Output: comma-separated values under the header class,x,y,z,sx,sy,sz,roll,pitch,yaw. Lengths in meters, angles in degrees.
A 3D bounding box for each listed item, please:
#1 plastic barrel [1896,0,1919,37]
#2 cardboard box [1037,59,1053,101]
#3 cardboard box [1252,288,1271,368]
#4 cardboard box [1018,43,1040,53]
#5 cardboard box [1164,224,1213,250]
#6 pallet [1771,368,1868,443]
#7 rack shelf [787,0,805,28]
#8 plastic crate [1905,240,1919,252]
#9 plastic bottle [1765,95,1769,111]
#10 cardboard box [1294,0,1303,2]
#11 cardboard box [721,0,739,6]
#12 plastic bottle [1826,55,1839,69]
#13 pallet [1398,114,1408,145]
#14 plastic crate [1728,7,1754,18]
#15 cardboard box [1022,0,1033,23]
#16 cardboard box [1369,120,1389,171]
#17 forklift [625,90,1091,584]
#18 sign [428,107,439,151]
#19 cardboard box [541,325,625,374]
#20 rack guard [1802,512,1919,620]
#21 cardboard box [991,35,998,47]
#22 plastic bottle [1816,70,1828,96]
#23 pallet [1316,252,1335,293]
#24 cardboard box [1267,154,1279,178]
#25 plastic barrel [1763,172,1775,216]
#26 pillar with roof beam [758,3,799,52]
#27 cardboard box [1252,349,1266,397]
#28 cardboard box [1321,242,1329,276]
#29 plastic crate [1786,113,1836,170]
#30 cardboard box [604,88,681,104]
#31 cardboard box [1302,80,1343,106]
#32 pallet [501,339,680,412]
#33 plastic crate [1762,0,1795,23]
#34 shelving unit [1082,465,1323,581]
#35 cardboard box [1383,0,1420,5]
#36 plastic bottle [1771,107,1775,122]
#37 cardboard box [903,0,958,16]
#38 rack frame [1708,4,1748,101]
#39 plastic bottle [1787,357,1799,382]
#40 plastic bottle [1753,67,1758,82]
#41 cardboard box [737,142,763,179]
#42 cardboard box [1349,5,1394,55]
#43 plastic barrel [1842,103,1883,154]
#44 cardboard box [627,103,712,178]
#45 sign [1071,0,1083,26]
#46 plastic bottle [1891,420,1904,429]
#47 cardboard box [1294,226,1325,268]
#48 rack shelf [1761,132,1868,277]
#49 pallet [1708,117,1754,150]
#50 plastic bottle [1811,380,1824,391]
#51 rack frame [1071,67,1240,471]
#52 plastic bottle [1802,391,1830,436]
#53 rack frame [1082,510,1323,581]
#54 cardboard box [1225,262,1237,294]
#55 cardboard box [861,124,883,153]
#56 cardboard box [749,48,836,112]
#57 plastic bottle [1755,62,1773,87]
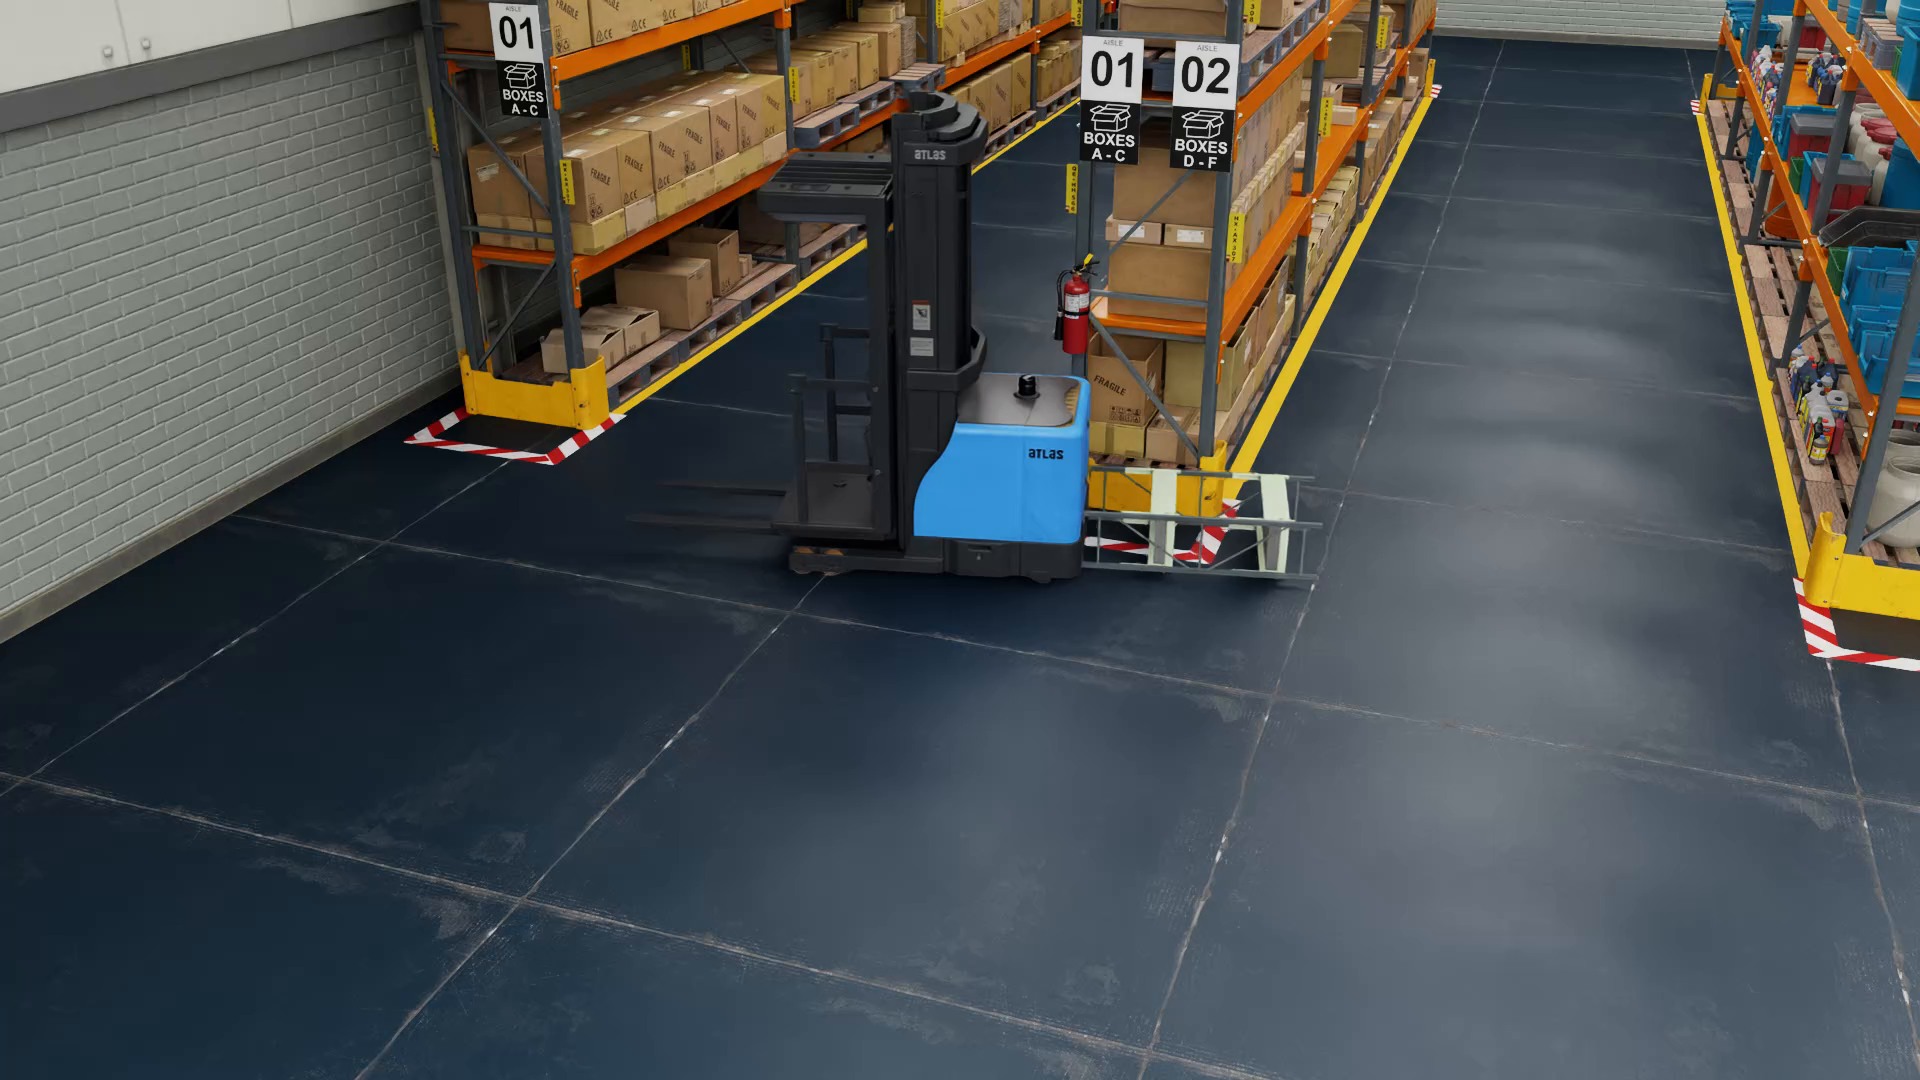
class,x,y,z,sx,sy,sz,roll,pitch,yaw
plastic barrel,6.829,-3.907,11.378,0.600,0.901,0.708,9,27,17
cardboard box,0.927,-6.617,23.860,0.700,0.500,0.500,9,27,18
cardboard box,2.150,-1.705,13.142,0.500,0.500,0.500,9,27,17
cardboard box,0.952,-7.203,24.327,0.380,0.149,0.250,8,27,16
cardboard box,1.594,-2.079,11.243,0.380,0.149,0.250,9,27,17
pallet,6.998,-1.011,13.096,1.003,0.211,1.213,9,27,17
rack shelf,-1.416,-5.821,17.213,1.077,0.370,4.000,9,27,17
plastic crate,7.149,-1.975,12.057,0.499,0.251,0.616,9,27,17
plastic bottle,8.619,-4.658,17.656,0.097,0.201,0.097,0,26,0
cardboard box,2.448,-4.209,12.706,0.380,0.149,0.250,9,27,17
cardboard box,-2.196,-4.927,14.405,0.500,0.500,0.500,6,27,13
plastic bottle,9.865,-5.300,18.811,0.144,0.351,0.185,9,27,17
pallet,5.483,-5.570,22.513,1.003,0.211,1.213,9,27,17
plastic crate,10.643,-7.095,22.584,0.416,0.233,0.300,9,27,17
cardboard box,0.665,-7.222,22.244,0.500,0.500,0.500,8,27,17
cardboard box,4.853,-4.755,19.992,0.500,0.500,0.500,8,27,16
forklift,-0.678,-1.313,10.598,3.031,2.935,1.130,3,26,7
sign,-3.929,-3.081,12.480,0.100,0.325,0.005,9,27,17
cardboard box,-3.097,-1.588,13.668,0.500,0.311,0.500,6,26,12
rack guard,5.911,0.195,10.274,1.175,0.500,0.348,9,27,17
cardboard box,0.271,-6.460,21.416,0.380,0.149,0.250,8,27,16
plastic bottle,9.562,-5.059,18.405,0.097,0.271,0.097,0,26,0
pallet,3.204,-2.812,16.816,1.003,0.211,1.213,9,27,17
cardboard box,2.279,-2.928,12.997,0.380,0.149,0.250,10,27,19
plastic barrel,8.843,-3.697,17.817,0.421,0.512,0.421,0,26,0
pillar with roof beam,2.061,-7.283,15.967,9.100,9.000,0.400,9,27,17
cardboard box,2.149,-1.368,13.306,0.500,0.250,0.500,9,27,17
cardboard box,3.300,-2.760,16.182,0.500,0.250,0.500,8,27,16
plastic crate,7.766,-3.589,15.147,0.402,0.464,0.583,9,27,17
cardboard box,-2.781,-3.673,14.682,0.500,0.500,0.500,10,27,19
cardboard box,3.760,-4.716,17.651,0.500,0.311,0.500,11,28,21
pallet,-3.083,-1.434,13.969,1.003,0.211,1.213,9,27,17
plastic crate,11.319,-7.345,22.870,0.616,0.435,0.499,9,27,17
shelving unit,1.579,-0.123,10.941,1.500,0.431,0.755,3,26,7
cardboard box,5.676,-7.191,21.398,0.500,0.500,0.500,9,27,19
plastic bottle,8.325,-4.355,16.937,0.061,0.283,0.133,9,27,17
cardboard box,-0.346,-6.303,19.486,0.500,0.250,0.500,9,27,19
rack frame,11.254,-7.467,23.231,1.000,3.000,0.127,9,27,17
plastic bottle,6.708,-1.365,13.334,0.097,0.201,0.097,0,26,0
plastic bottle,9.192,-5.365,19.117,0.097,0.201,0.097,0,26,0
cardboard box,-2.127,-3.472,15.128,0.500,0.250,0.500,9,27,18
cardboard box,4.724,-6.042,19.691,0.700,0.500,0.500,2,26,4
plastic barrel,8.451,-3.776,15.479,0.421,0.512,0.421,0,26,0
cardboard box,-2.458,-3.387,14.093,0.500,0.500,0.500,10,27,19
sign,0.753,-3.409,10.482,0.100,0.325,0.005,9,27,17
plastic bottle,6.989,-0.942,12.366,0.061,0.283,0.133,9,27,17
cardboard box,3.135,-2.798,15.617,0.500,0.311,0.500,8,27,17
rack shelf,7.927,-3.034,14.900,1.077,0.370,4.000,9,27,17
pallet,10.536,-5.379,22.118,1.003,0.211,1.213,9,27,17
plastic bottle,6.525,-1.091,12.687,0.097,0.271,0.097,0,26,0
rack frame,1.260,-1.612,11.137,1.000,3.000,0.127,9,27,17
plastic bottle,6.335,-0.941,12.287,0.144,0.351,0.185,10,28,20
rack frame,1.533,0.035,10.614,1.500,0.400,0.023,3,26,7
cardboard box,1.598,-2.063,11.955,0.700,0.500,0.500,9,27,19
cardboard box,-1.189,-4.498,18.601,0.500,0.250,0.500,9,27,18
cardboard box,-1.687,-4.648,16.789,0.700,0.500,0.500,12,28,23
plastic bottle,9.102,-5.252,18.798,0.152,0.276,0.135,9,27,17
